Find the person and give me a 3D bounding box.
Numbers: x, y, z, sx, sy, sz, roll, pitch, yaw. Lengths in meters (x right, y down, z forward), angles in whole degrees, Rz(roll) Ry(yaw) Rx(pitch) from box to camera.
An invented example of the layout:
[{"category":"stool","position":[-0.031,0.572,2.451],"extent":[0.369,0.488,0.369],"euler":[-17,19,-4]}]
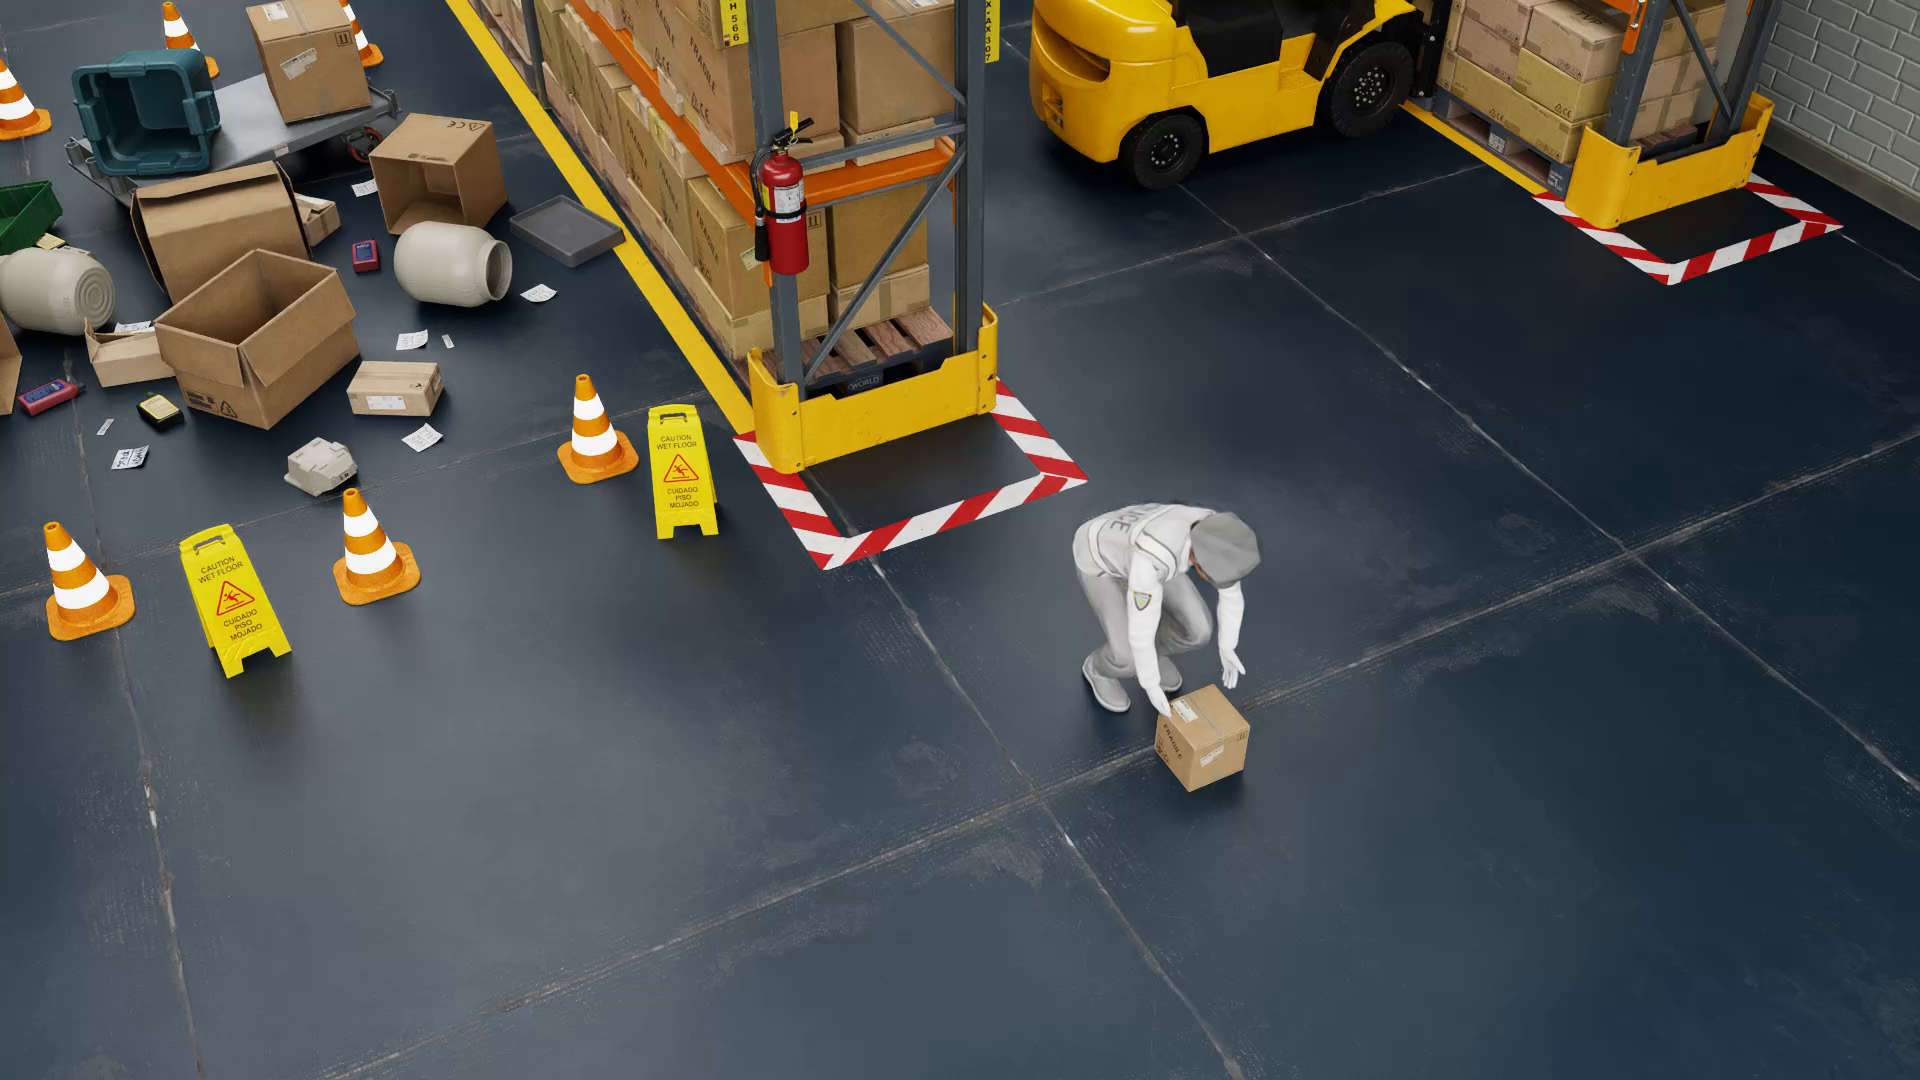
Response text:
[{"category":"person","position":[0.782,0.213,6.348],"extent":[0.509,1.101,0.820],"euler":[-19,45,-20]}]
